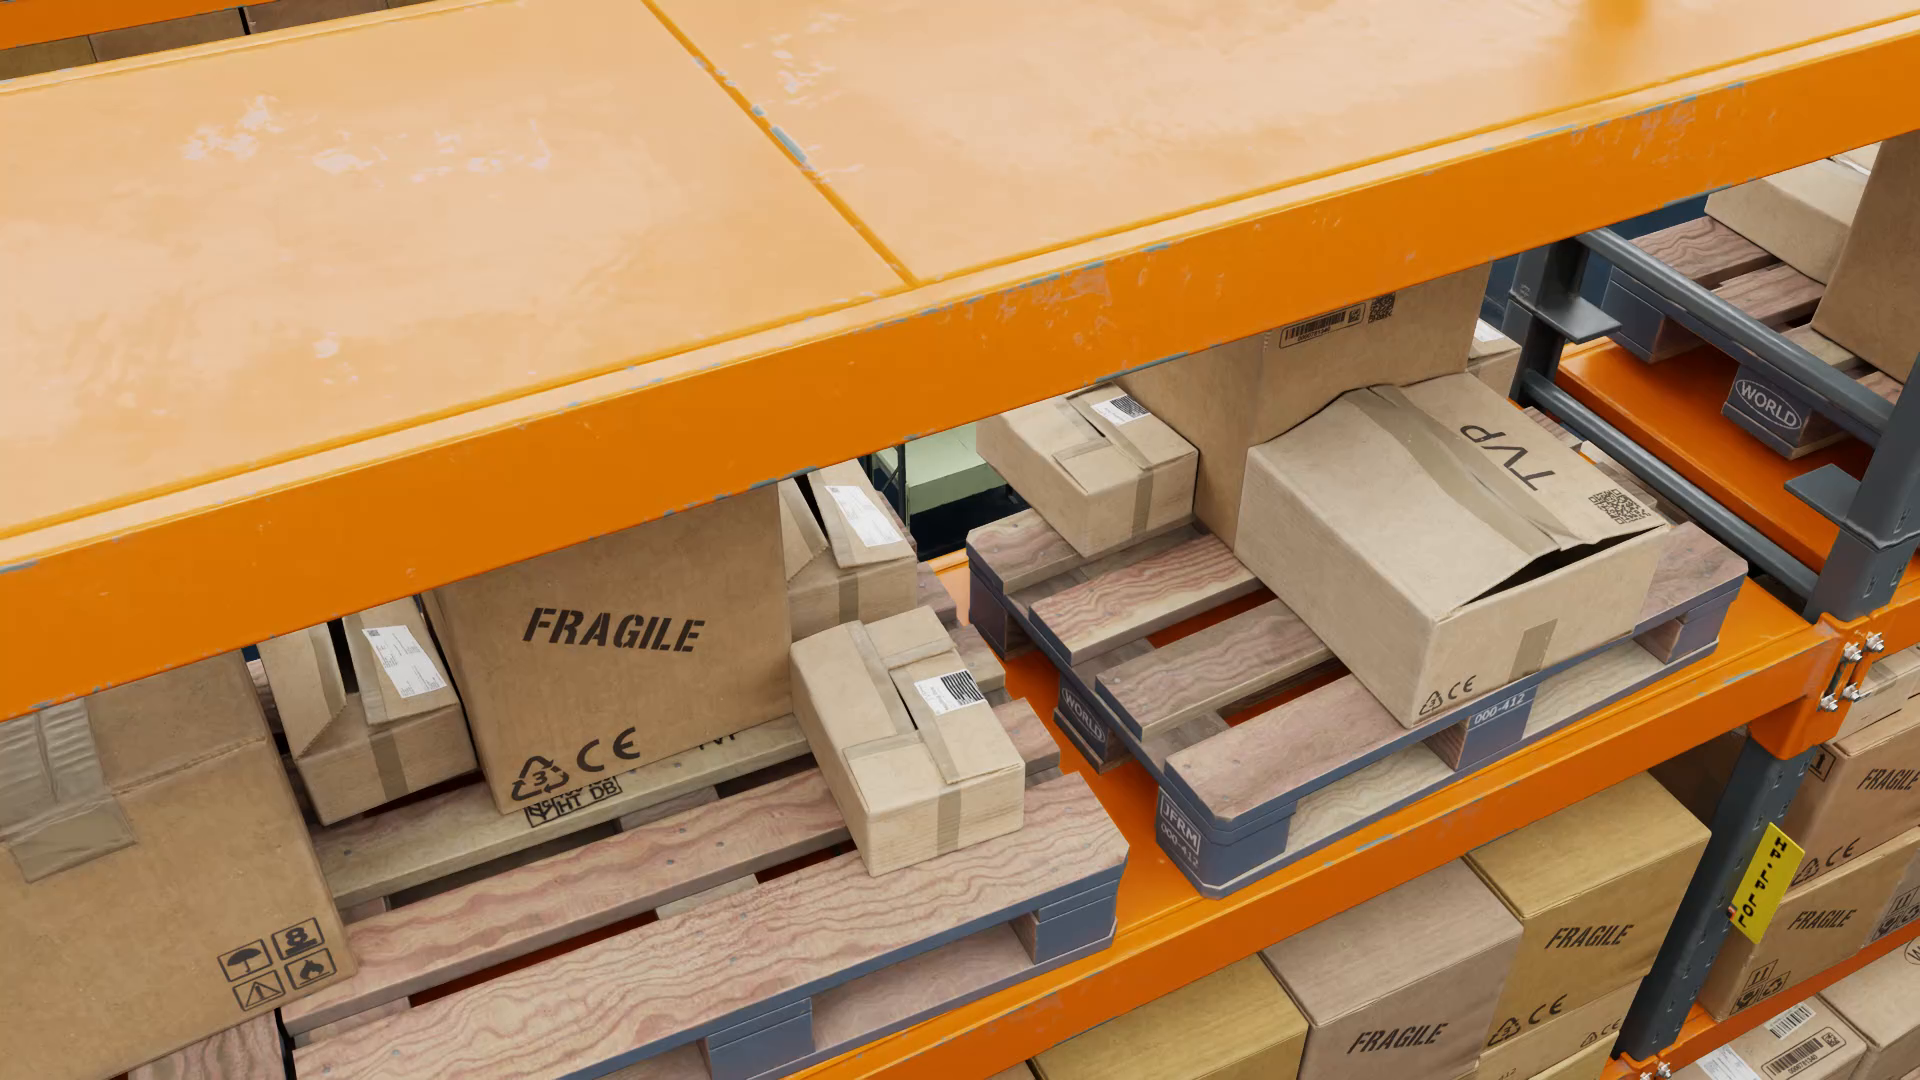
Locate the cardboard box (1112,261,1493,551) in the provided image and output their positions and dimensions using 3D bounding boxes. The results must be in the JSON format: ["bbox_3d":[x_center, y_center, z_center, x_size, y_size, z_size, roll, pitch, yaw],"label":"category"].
[{"bbox_3d":[0.602,-0.381,3.143,0.500,0.500,0.500,-19,44,-21],"label":"cardboard box"}]

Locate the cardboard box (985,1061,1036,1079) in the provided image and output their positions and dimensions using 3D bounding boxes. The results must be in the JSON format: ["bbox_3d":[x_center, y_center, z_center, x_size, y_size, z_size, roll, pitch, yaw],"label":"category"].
[{"bbox_3d":[-0.129,1.185,3.167,0.500,0.500,0.500,-18,43,-20],"label":"cardboard box"}]

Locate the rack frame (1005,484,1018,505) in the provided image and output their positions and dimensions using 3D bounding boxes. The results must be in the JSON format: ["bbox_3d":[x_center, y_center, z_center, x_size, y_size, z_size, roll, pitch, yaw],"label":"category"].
[{"bbox_3d":[0.319,-0.680,7.381,0.023,1.500,0.400,-19,44,-21],"label":"rack frame"}]

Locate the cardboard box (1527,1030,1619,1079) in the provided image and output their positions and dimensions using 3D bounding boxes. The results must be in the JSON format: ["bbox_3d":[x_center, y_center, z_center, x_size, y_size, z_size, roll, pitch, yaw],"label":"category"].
[{"bbox_3d":[1.237,1.201,4.115,0.500,0.250,0.500,-20,44,-22],"label":"cardboard box"}]

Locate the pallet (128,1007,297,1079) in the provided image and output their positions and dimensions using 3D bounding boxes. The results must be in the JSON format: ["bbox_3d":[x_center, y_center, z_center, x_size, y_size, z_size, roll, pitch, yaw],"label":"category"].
[{"bbox_3d":[-1.483,0.764,2.339,1.003,0.211,1.213,-17,43,-19],"label":"pallet"}]

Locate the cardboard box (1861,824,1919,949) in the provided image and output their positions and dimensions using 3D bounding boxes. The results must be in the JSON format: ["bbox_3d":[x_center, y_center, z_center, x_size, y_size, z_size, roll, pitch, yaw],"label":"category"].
[{"bbox_3d":[2.503,0.689,4.525,0.500,0.500,0.500,-18,44,-20],"label":"cardboard box"}]

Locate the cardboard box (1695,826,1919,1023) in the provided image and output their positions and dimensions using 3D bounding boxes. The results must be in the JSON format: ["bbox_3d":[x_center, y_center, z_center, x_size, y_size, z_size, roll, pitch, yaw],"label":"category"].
[{"bbox_3d":[2.055,0.837,4.351,0.500,0.500,0.500,-17,43,-19],"label":"cardboard box"}]

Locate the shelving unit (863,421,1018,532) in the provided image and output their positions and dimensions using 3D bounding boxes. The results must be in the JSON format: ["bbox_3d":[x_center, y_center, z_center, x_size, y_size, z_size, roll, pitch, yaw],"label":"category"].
[{"bbox_3d":[-0.006,-0.570,7.252,0.755,1.500,0.431,-19,44,-21],"label":"shelving unit"}]

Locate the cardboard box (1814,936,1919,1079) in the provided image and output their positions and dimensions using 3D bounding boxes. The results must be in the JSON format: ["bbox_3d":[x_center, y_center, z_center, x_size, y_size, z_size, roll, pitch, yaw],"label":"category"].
[{"bbox_3d":[2.918,1.290,5.552,0.875,0.438,0.875,-20,44,-22],"label":"cardboard box"}]

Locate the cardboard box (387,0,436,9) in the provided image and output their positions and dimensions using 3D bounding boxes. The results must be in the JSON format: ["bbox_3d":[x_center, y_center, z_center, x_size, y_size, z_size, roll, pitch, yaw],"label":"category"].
[{"bbox_3d":[-3.618,-3.960,11.415,0.875,0.875,1.225,-18,44,-21],"label":"cardboard box"}]

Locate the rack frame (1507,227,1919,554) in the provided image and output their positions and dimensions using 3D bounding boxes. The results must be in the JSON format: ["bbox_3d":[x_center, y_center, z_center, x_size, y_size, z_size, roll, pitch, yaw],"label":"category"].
[{"bbox_3d":[1.518,-1.424,2.457,0.127,3.000,1.000,-19,44,-21],"label":"rack frame"}]

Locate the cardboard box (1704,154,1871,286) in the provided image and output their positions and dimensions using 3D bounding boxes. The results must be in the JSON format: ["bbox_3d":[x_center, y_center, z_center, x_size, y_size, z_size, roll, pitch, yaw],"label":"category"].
[{"bbox_3d":[1.937,-0.801,3.743,0.258,0.266,0.396,-17,43,-19],"label":"cardboard box"}]

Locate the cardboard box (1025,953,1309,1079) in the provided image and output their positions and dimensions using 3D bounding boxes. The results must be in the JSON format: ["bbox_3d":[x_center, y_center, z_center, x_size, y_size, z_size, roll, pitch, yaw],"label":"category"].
[{"bbox_3d":[0.324,1.022,3.359,0.500,0.500,0.500,-17,43,-19],"label":"cardboard box"}]

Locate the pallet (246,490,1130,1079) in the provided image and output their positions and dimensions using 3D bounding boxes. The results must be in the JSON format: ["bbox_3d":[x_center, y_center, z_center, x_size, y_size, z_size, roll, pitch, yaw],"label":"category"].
[{"bbox_3d":[-0.493,0.428,2.736,1.213,0.211,1.003,-17,43,-19],"label":"pallet"}]

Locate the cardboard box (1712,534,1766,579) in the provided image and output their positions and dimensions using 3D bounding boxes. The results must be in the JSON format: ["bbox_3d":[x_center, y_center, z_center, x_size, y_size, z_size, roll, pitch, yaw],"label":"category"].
[{"bbox_3d":[1.928,-0.093,4.173,0.250,0.149,0.380,-18,43,-20],"label":"cardboard box"}]

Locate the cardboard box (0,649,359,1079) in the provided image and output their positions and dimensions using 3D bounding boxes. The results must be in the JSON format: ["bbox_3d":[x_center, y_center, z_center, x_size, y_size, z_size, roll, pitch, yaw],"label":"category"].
[{"bbox_3d":[-1.239,0.312,2.325,0.500,0.500,0.700,-21,44,-23],"label":"cardboard box"}]

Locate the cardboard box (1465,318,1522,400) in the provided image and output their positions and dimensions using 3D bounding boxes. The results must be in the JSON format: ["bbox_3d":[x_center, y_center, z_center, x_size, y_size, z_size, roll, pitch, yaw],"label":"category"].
[{"bbox_3d":[0.913,-0.440,3.394,0.258,0.266,0.396,-19,44,-21],"label":"cardboard box"}]

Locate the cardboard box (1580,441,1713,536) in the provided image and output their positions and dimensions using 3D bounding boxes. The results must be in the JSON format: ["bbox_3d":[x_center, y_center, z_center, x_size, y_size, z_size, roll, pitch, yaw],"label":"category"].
[{"bbox_3d":[1.644,-0.076,4.154,0.250,0.149,0.380,-19,44,-21],"label":"cardboard box"}]

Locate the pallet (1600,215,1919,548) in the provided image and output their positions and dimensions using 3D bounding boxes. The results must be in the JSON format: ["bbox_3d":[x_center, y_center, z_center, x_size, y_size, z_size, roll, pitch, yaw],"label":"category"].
[{"bbox_3d":[2.249,-0.484,3.736,1.213,0.211,1.003,-19,44,-21],"label":"pallet"}]

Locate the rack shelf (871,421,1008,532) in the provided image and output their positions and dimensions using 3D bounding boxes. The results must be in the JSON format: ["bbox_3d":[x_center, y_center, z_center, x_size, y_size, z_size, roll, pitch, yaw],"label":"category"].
[{"bbox_3d":[-0.006,-0.322,7.463,0.720,0.370,0.431,-19,44,-21],"label":"rack shelf"}]

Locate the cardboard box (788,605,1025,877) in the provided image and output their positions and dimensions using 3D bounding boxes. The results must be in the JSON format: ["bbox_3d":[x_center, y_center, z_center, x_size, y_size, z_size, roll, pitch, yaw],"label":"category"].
[{"bbox_3d":[-0.090,0.300,2.597,0.250,0.166,0.380,-15,43,-17],"label":"cardboard box"}]

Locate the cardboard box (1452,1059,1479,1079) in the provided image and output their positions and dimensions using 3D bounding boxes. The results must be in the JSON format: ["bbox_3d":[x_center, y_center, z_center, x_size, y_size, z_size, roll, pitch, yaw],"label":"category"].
[{"bbox_3d":[0.800,1.156,3.781,0.500,0.250,0.500,-18,43,-20],"label":"cardboard box"}]

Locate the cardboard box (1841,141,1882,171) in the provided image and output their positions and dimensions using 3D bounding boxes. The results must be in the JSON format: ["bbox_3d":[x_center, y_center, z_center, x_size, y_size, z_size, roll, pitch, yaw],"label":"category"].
[{"bbox_3d":[2.171,-0.835,3.874,0.250,0.149,0.380,-18,43,-20],"label":"cardboard box"}]

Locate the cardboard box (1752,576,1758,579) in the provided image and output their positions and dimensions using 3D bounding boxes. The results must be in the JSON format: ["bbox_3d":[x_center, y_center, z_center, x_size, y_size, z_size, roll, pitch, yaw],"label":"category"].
[{"bbox_3d":[1.809,0.147,4.393,0.500,0.500,0.500,-19,44,-21],"label":"cardboard box"}]

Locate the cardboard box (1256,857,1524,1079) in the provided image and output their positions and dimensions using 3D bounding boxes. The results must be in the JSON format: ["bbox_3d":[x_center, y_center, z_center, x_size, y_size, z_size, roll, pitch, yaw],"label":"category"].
[{"bbox_3d":[0.782,0.881,3.525,0.500,0.500,0.500,-18,43,-20],"label":"cardboard box"}]

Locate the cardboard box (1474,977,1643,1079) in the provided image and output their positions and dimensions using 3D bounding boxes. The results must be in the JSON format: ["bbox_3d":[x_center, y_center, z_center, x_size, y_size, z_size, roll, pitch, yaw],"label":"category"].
[{"bbox_3d":[1.239,1.003,3.962,0.500,0.250,0.500,-19,44,-21],"label":"cardboard box"}]

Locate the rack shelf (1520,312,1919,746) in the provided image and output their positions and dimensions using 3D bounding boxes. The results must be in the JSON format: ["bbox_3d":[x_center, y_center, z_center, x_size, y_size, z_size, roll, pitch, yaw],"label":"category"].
[{"bbox_3d":[3.292,-0.602,4.363,4.000,0.370,1.077,-19,44,-21],"label":"rack shelf"}]

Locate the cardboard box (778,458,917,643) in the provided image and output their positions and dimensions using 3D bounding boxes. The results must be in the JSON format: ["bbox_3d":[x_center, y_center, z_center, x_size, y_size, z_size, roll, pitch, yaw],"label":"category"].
[{"bbox_3d":[-0.264,-0.044,2.926,0.258,0.266,0.396,-15,43,-17],"label":"cardboard box"}]

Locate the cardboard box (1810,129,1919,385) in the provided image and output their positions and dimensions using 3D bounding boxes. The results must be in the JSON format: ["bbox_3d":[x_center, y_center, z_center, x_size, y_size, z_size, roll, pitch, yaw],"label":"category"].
[{"bbox_3d":[2.137,-0.571,3.291,0.500,0.500,0.500,-18,43,-20],"label":"cardboard box"}]

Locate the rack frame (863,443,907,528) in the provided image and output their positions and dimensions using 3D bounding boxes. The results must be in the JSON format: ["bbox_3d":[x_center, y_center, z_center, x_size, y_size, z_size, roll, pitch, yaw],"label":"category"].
[{"bbox_3d":[-0.331,-0.461,7.123,0.023,1.500,0.400,-19,44,-21],"label":"rack frame"}]

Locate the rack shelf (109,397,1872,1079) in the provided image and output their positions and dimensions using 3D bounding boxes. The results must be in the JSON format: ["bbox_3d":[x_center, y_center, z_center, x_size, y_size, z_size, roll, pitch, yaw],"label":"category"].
[{"bbox_3d":[-0.256,0.592,2.953,4.000,0.370,1.077,-19,44,-21],"label":"rack shelf"}]

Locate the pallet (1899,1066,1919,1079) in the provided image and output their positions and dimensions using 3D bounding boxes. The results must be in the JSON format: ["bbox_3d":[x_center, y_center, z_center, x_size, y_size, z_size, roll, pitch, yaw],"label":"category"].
[{"bbox_3d":[3.312,1.381,5.944,1.213,0.211,1.003,-19,44,-21],"label":"pallet"}]

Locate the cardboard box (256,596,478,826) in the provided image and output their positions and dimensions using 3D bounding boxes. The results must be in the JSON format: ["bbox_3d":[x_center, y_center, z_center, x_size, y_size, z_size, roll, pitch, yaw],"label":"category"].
[{"bbox_3d":[-0.970,0.194,2.646,0.258,0.266,0.396,-20,44,-22],"label":"cardboard box"}]

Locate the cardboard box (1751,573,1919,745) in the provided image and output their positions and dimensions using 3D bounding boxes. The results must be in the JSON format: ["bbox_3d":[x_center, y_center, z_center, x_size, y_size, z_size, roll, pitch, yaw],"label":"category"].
[{"bbox_3d":[1.918,0.253,3.766,0.250,0.149,0.380,-19,44,-21],"label":"cardboard box"}]

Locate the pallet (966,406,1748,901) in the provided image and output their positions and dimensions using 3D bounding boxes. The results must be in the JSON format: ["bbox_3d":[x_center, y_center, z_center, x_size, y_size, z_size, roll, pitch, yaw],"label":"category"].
[{"bbox_3d":[0.728,0.095,3.131,1.217,0.209,0.805,-20,44,-22],"label":"pallet"}]

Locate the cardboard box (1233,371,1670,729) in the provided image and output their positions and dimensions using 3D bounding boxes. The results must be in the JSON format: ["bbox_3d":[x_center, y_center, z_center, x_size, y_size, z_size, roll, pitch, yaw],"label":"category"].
[{"bbox_3d":[0.833,-0.022,2.866,0.500,0.311,0.500,-19,44,-21],"label":"cardboard box"}]

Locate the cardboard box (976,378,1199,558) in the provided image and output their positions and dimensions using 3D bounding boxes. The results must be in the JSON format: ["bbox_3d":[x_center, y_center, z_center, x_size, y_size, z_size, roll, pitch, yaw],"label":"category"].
[{"bbox_3d":[0.234,-0.174,3.156,0.250,0.166,0.380,-22,45,-23],"label":"cardboard box"}]

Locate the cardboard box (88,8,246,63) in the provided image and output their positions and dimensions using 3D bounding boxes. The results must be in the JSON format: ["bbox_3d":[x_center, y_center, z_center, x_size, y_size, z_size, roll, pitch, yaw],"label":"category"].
[{"bbox_3d":[-5.191,-3.424,10.782,0.875,0.875,1.225,-18,44,-21],"label":"cardboard box"}]

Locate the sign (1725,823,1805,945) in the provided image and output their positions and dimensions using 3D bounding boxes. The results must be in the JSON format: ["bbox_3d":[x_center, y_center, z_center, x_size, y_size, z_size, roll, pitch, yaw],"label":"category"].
[{"bbox_3d":[1.777,0.762,3.682,0.005,0.325,0.100,-19,44,-21],"label":"sign"}]

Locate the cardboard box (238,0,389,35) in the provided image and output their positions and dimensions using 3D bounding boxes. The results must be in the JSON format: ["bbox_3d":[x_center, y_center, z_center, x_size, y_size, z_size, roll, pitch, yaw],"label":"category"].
[{"bbox_3d":[-4.410,-3.693,11.099,0.875,0.875,1.225,-20,44,-22],"label":"cardboard box"}]

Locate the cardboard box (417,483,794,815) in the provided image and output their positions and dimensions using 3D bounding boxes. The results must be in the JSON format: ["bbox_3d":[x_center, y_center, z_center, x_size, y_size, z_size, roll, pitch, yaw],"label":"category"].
[{"bbox_3d":[-0.600,0.024,2.665,0.500,0.500,0.500,-18,44,-20],"label":"cardboard box"}]

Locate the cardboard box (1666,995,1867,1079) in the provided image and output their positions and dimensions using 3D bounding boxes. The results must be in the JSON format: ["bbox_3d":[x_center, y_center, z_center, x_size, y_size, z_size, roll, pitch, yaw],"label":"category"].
[{"bbox_3d":[2.125,1.557,5.236,0.875,0.438,0.875,-19,44,-21],"label":"cardboard box"}]

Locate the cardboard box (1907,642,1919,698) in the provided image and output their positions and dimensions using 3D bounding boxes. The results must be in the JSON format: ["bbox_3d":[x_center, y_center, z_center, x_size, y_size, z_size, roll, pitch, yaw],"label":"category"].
[{"bbox_3d":[2.138,0.167,3.867,0.250,0.149,0.380,-18,43,-20],"label":"cardboard box"}]

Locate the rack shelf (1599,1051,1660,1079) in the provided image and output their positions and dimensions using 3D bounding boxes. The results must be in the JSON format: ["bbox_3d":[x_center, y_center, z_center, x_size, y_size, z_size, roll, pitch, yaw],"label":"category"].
[{"bbox_3d":[-0.256,1.737,3.922,4.000,0.370,1.077,-19,44,-21],"label":"rack shelf"}]

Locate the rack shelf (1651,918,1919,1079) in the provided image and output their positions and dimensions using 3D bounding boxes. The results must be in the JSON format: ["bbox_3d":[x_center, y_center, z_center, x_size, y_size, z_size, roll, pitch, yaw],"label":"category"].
[{"bbox_3d":[3.292,0.543,5.332,4.000,0.370,1.077,-19,44,-21],"label":"rack shelf"}]

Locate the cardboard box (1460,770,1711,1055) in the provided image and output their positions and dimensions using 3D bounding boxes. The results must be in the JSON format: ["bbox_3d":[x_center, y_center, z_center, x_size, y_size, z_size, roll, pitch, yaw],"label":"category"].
[{"bbox_3d":[1.238,0.723,3.712,0.500,0.500,0.500,-17,43,-19],"label":"cardboard box"}]

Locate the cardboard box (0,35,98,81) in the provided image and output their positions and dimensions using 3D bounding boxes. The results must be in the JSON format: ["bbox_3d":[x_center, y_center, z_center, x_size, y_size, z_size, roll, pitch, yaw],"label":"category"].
[{"bbox_3d":[-5.986,-3.163,10.473,0.875,0.875,1.225,-21,44,-23],"label":"cardboard box"}]

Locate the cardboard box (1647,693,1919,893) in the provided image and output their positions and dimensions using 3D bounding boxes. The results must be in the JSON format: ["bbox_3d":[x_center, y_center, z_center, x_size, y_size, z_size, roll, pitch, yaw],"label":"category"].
[{"bbox_3d":[2.052,0.442,4.043,0.500,0.500,0.500,-18,44,-20],"label":"cardboard box"}]

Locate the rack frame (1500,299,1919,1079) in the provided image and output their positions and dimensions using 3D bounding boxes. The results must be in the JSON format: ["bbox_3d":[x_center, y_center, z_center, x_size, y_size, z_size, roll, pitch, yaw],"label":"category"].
[{"bbox_3d":[1.518,0.865,4.395,0.127,3.000,1.000,-19,44,-21],"label":"rack frame"}]
